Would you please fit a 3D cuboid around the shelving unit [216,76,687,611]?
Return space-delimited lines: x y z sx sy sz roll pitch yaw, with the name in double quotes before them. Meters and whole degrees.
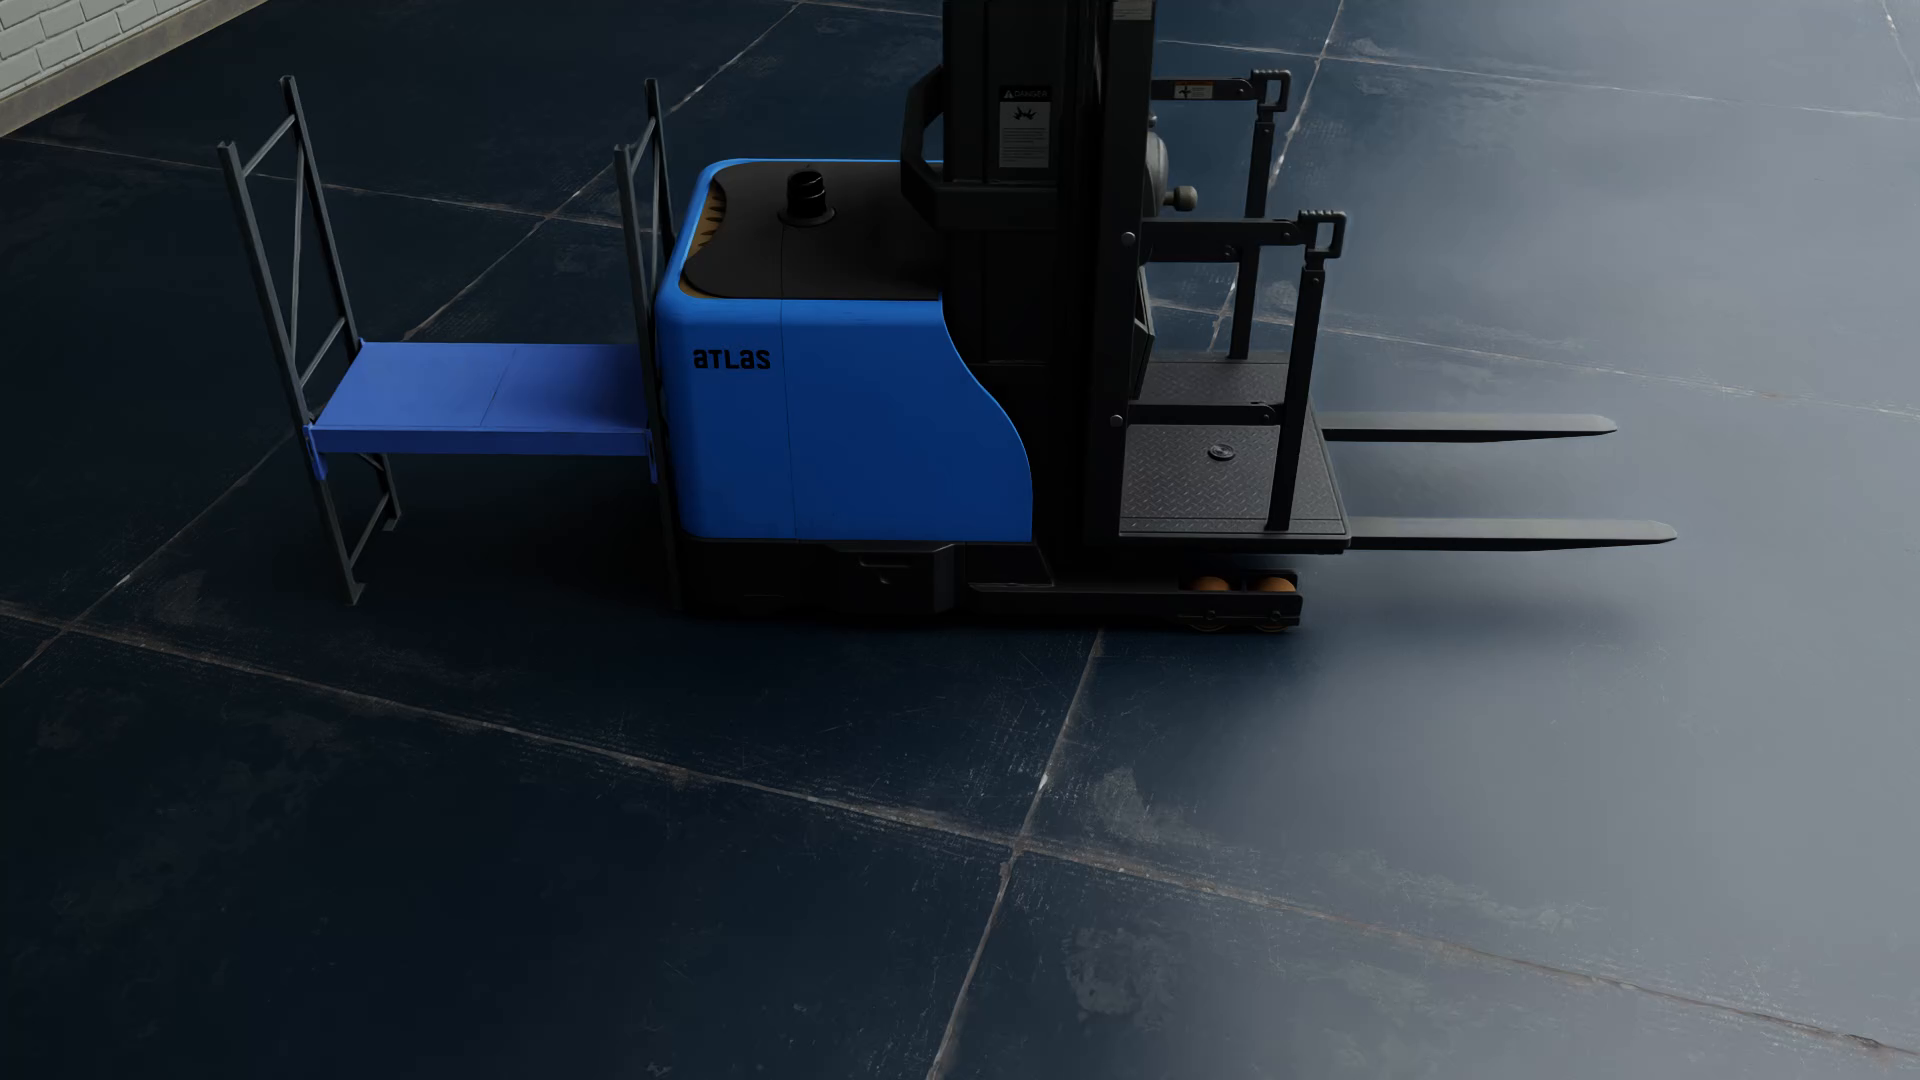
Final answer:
"shelving unit" -1.371 -0.540 4.882 1.048 1.500 0.538 1 36 1

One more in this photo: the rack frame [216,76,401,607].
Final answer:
"rack frame" -1.879 -0.545 4.889 0.032 1.500 0.500 1 36 1

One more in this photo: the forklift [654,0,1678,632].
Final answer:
"forklift" 0.672 -1.222 4.601 3.031 2.935 1.130 1 36 1

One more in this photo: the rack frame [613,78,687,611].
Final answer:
"rack frame" -0.863 -0.534 4.874 0.032 1.500 0.500 1 36 1

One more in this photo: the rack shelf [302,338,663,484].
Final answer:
"rack shelf" -1.371 -0.395 4.988 1.000 0.185 0.538 1 36 1
